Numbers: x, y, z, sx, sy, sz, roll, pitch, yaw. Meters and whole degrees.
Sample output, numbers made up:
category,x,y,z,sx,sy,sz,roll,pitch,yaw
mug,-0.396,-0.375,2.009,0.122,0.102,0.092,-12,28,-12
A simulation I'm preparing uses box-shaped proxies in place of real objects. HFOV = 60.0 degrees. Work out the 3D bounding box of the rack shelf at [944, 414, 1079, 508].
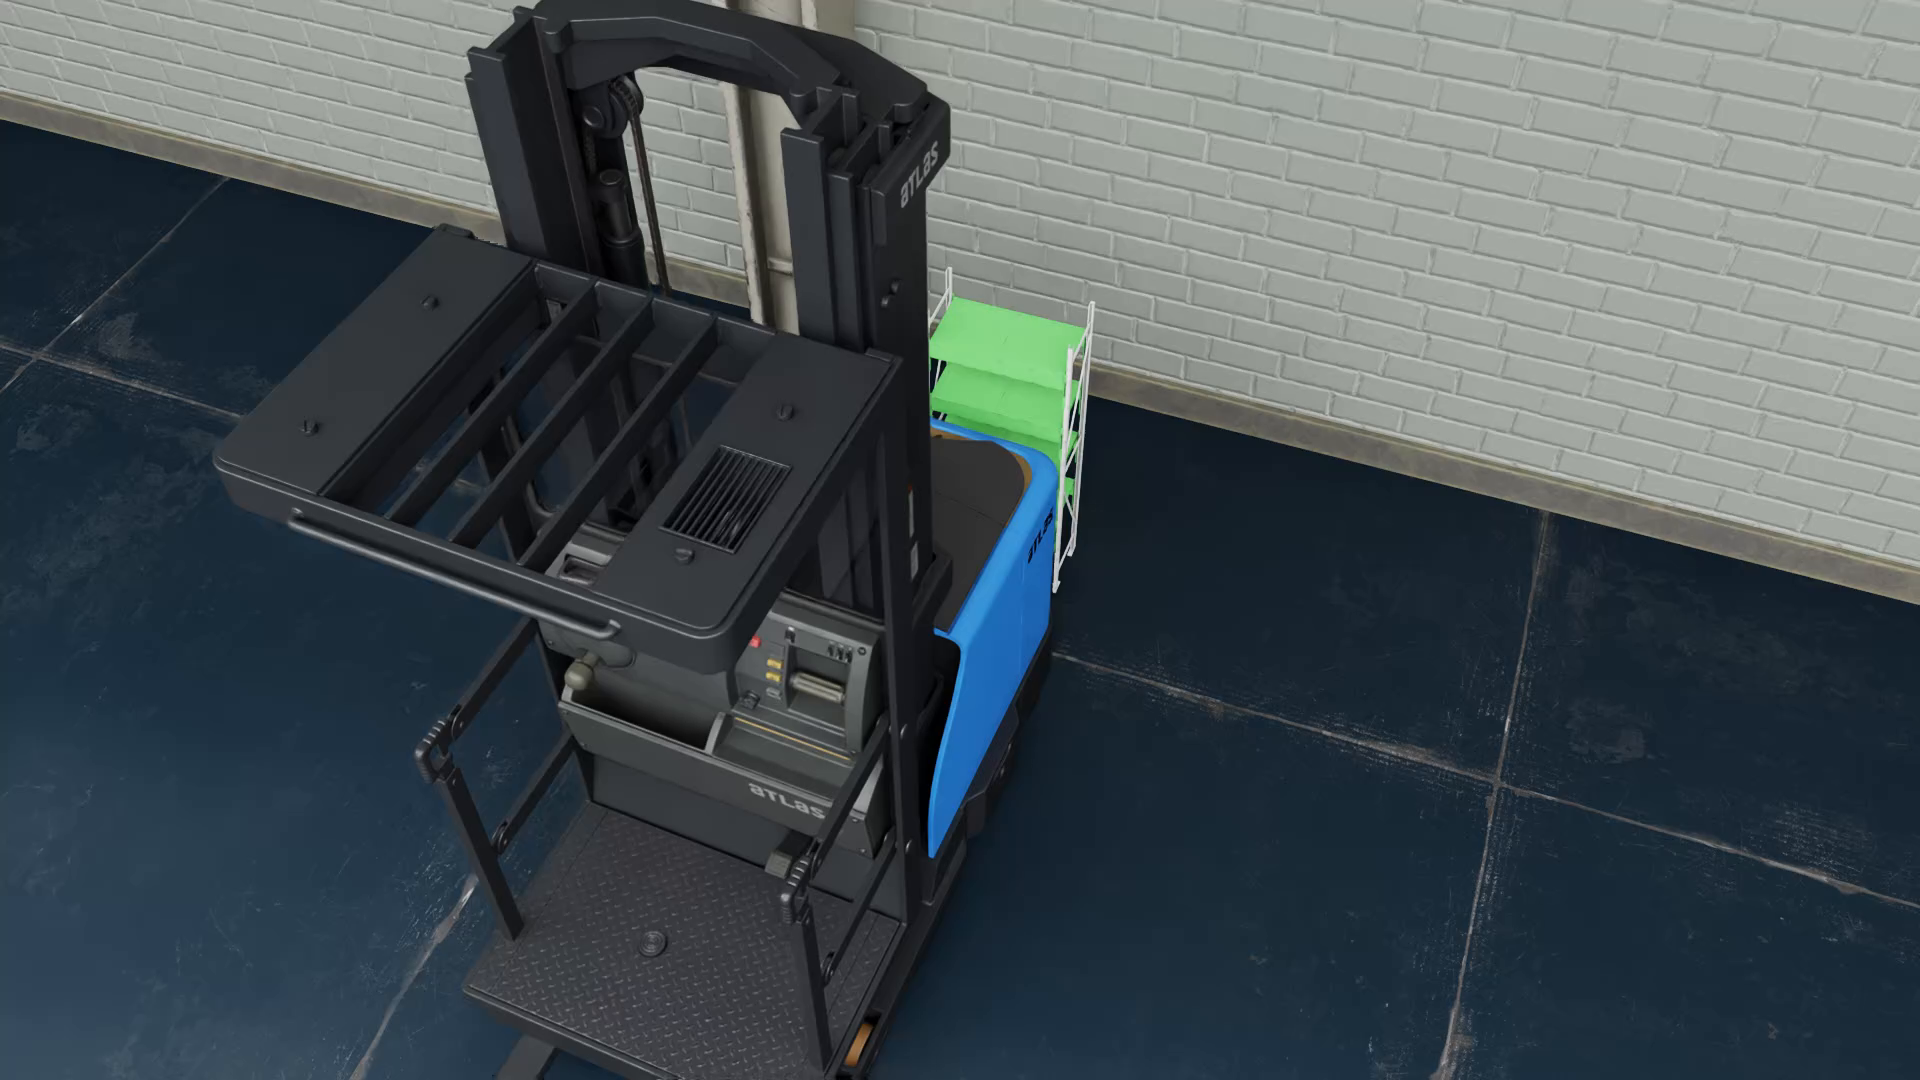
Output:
category,x,y,z,sx,sy,sz,roll,pitch,yaw
rack shelf,0.155,-0.308,5.807,0.480,0.148,0.258,16,51,13

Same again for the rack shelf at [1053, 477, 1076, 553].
category,x,y,z,sx,sy,sz,roll,pitch,yaw
rack shelf,0.155,-0.151,5.989,0.480,0.148,0.258,16,51,13

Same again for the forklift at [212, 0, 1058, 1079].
category,x,y,z,sx,sy,sz,roll,pitch,yaw
forklift,-0.728,0.368,3.992,1.130,2.935,3.031,18,51,15

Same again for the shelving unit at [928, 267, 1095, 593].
category,x,y,z,sx,sy,sz,roll,pitch,yaw
shelving unit,0.155,-0.350,5.759,0.503,1.200,0.258,16,51,13

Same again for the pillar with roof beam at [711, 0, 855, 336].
category,x,y,z,sx,sy,sz,roll,pitch,yaw
pillar with roof beam,-2.104,-0.710,0.910,0.400,9.000,9.100,16,51,13

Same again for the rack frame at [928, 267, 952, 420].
category,x,y,z,sx,sy,sz,roll,pitch,yaw
rack frame,-0.074,-0.414,5.814,0.015,1.200,0.240,16,51,13

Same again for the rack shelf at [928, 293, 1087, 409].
category,x,y,z,sx,sy,sz,roll,pitch,yaw
rack shelf,0.155,-0.622,5.445,0.480,0.148,0.258,16,51,13

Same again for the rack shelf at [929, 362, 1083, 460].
category,x,y,z,sx,sy,sz,roll,pitch,yaw
rack shelf,0.155,-0.465,5.626,0.480,0.148,0.258,16,51,13

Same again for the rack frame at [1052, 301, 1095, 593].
category,x,y,z,sx,sy,sz,roll,pitch,yaw
rack frame,0.384,-0.286,5.704,0.015,1.200,0.240,16,51,13
